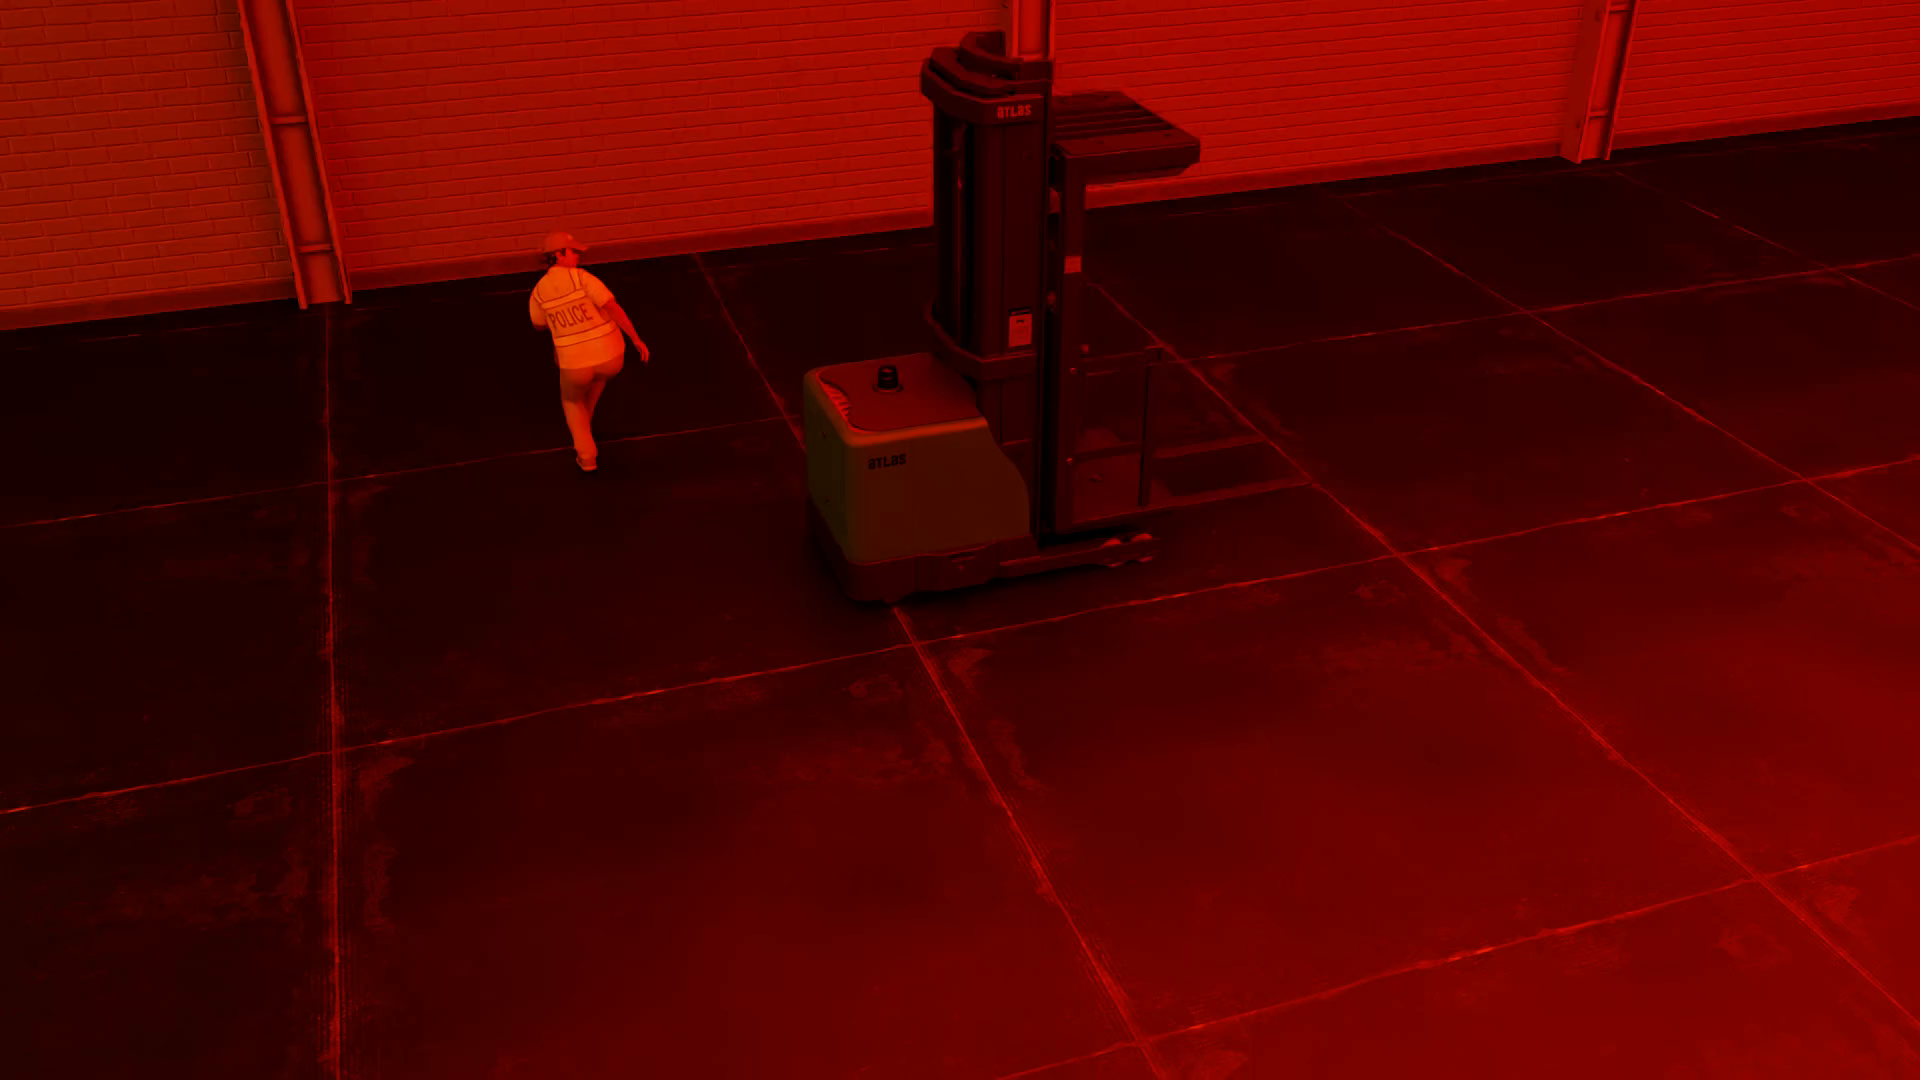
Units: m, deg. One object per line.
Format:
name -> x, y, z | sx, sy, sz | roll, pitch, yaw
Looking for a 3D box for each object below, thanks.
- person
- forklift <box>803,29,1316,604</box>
person -> -2.380, -1.259, 10.727 | 0.706, 1.514, 0.755 | -7, 31, -11
forklift -> 0.653, -1.347, 9.428 | 3.031, 2.935, 1.130 | -10, 31, -17
